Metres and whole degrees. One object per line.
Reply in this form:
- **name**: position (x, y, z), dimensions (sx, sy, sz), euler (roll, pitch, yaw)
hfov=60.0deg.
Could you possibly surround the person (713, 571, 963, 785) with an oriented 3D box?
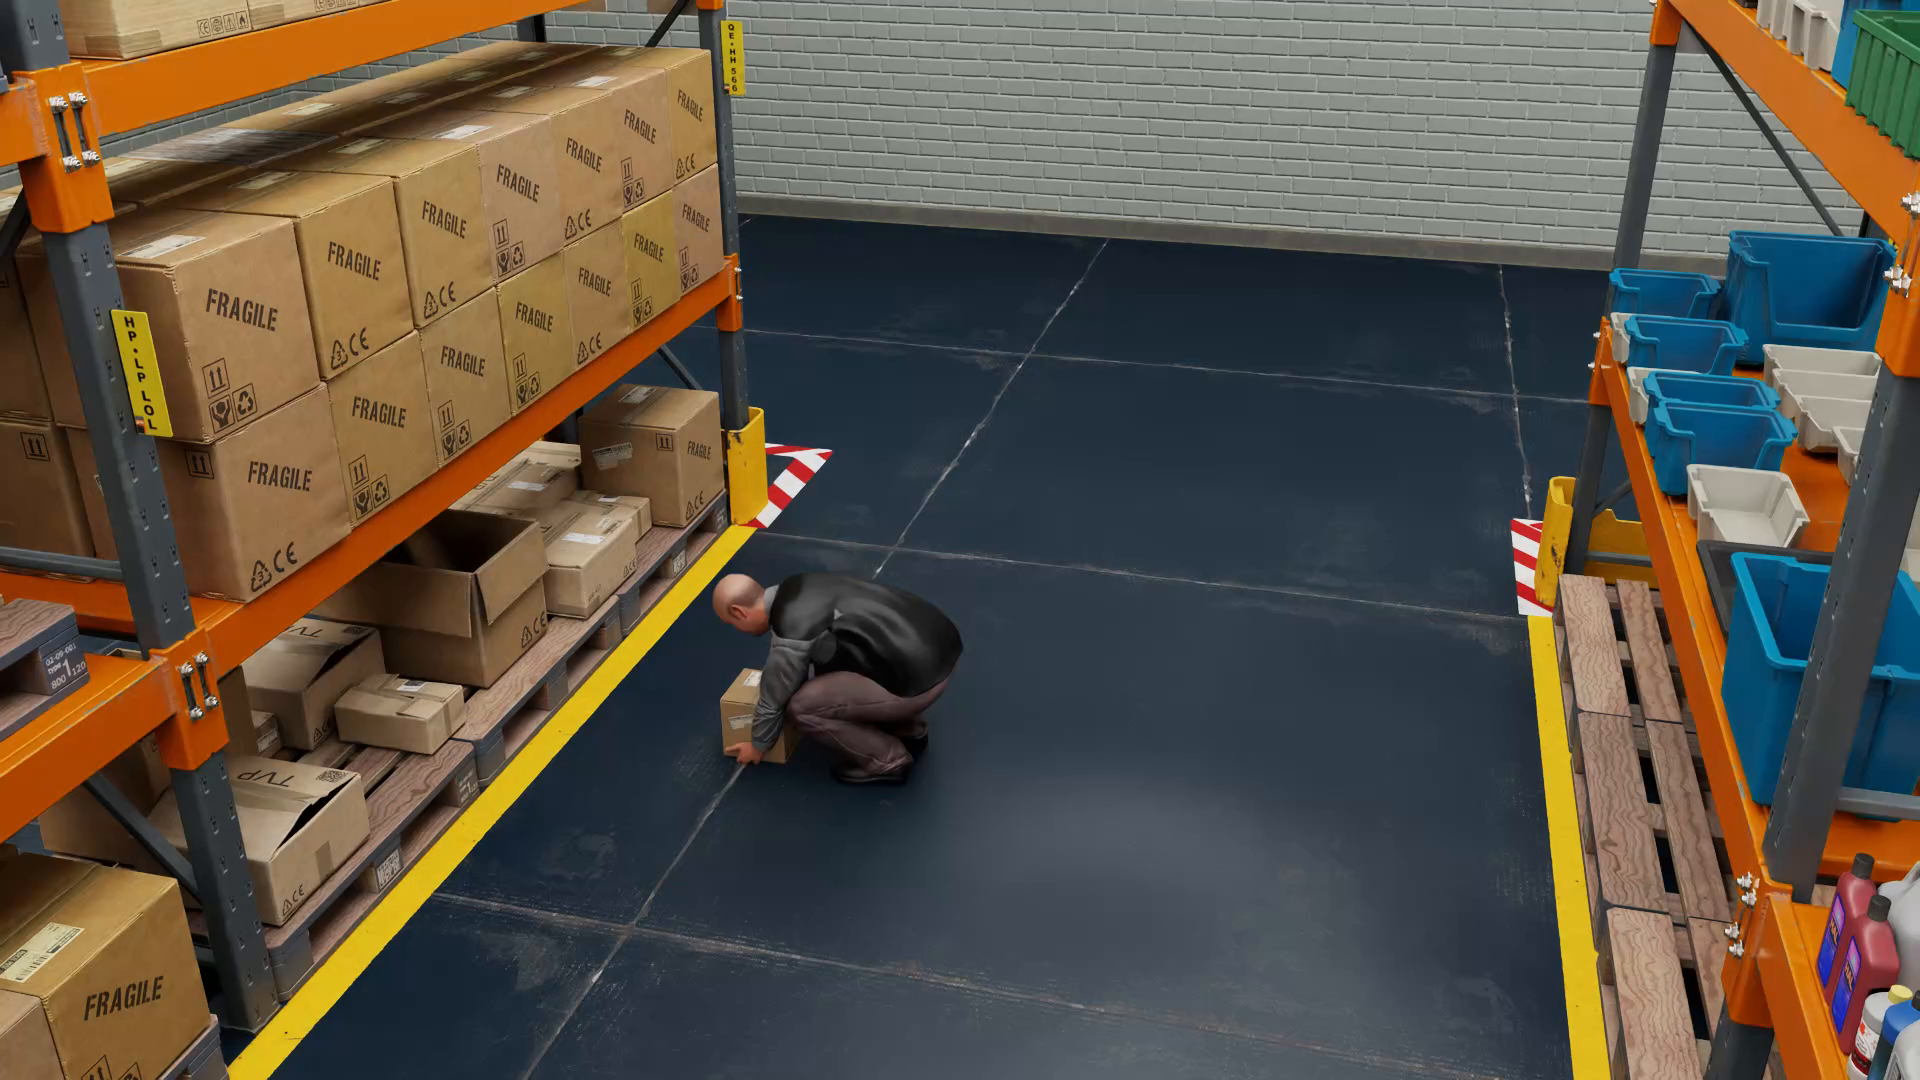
- **person**: position (-0.461, 0.517, 6.256), dimensions (0.919, 0.823, 0.518), euler (6, 26, 12)
